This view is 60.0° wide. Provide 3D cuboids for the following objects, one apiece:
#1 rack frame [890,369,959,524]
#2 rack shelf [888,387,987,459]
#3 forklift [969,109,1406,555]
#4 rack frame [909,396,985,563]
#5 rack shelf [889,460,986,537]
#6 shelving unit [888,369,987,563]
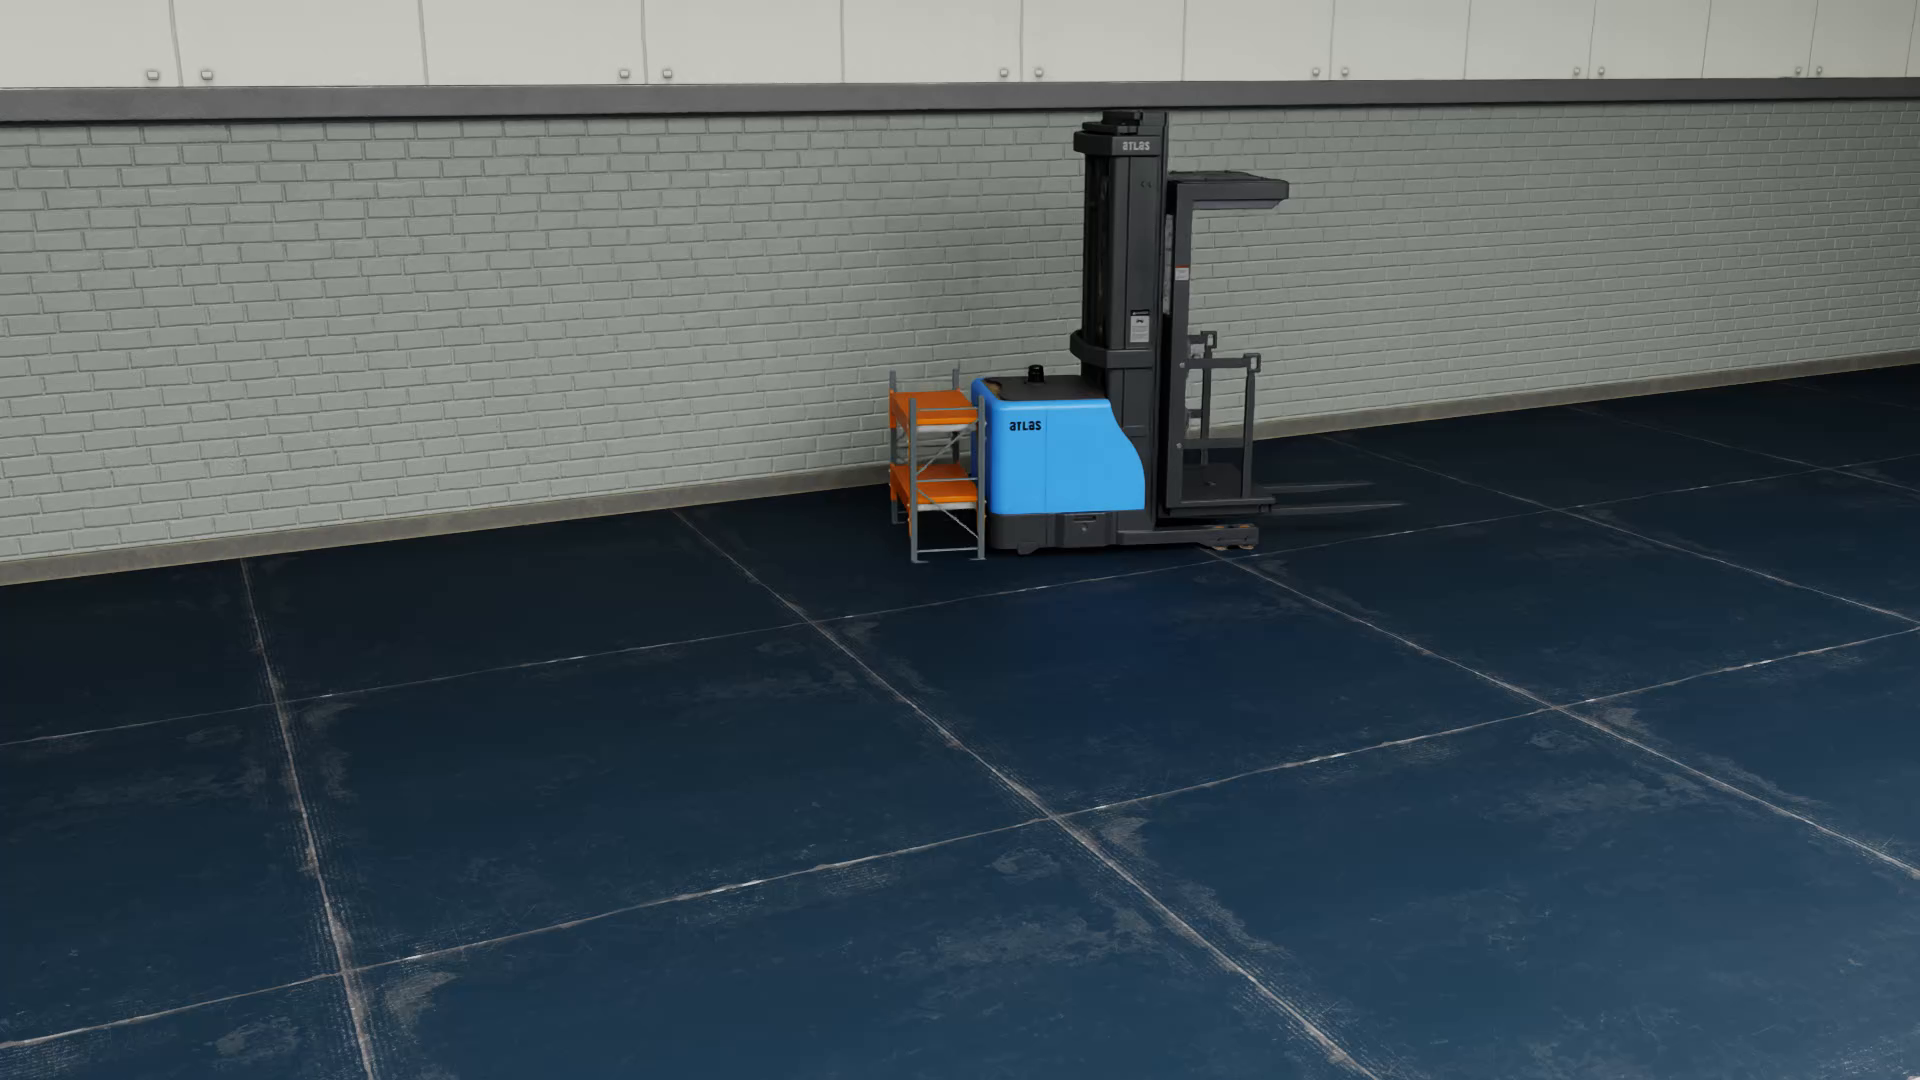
[{"bbox_3d":[-0.254,-0.676,12.067,0.500,1.125,0.032,-3,16,-9],"label":"rack frame"},{"bbox_3d":[-0.170,-0.819,11.505,0.538,0.278,1.000,-3,16,-9],"label":"rack shelf"},{"bbox_3d":[1.628,-1.478,11.586,3.031,2.935,1.130,-2,16,-8],"label":"forklift"},{"bbox_3d":[-0.085,-0.400,11.104,0.500,1.125,0.032,-3,16,-9],"label":"rack frame"},{"bbox_3d":[-0.170,-0.303,11.653,0.538,0.278,1.000,-3,16,-9],"label":"rack shelf"},{"bbox_3d":[-0.170,-0.538,11.586,0.538,1.125,1.048,-3,16,-9],"label":"shelving unit"}]
